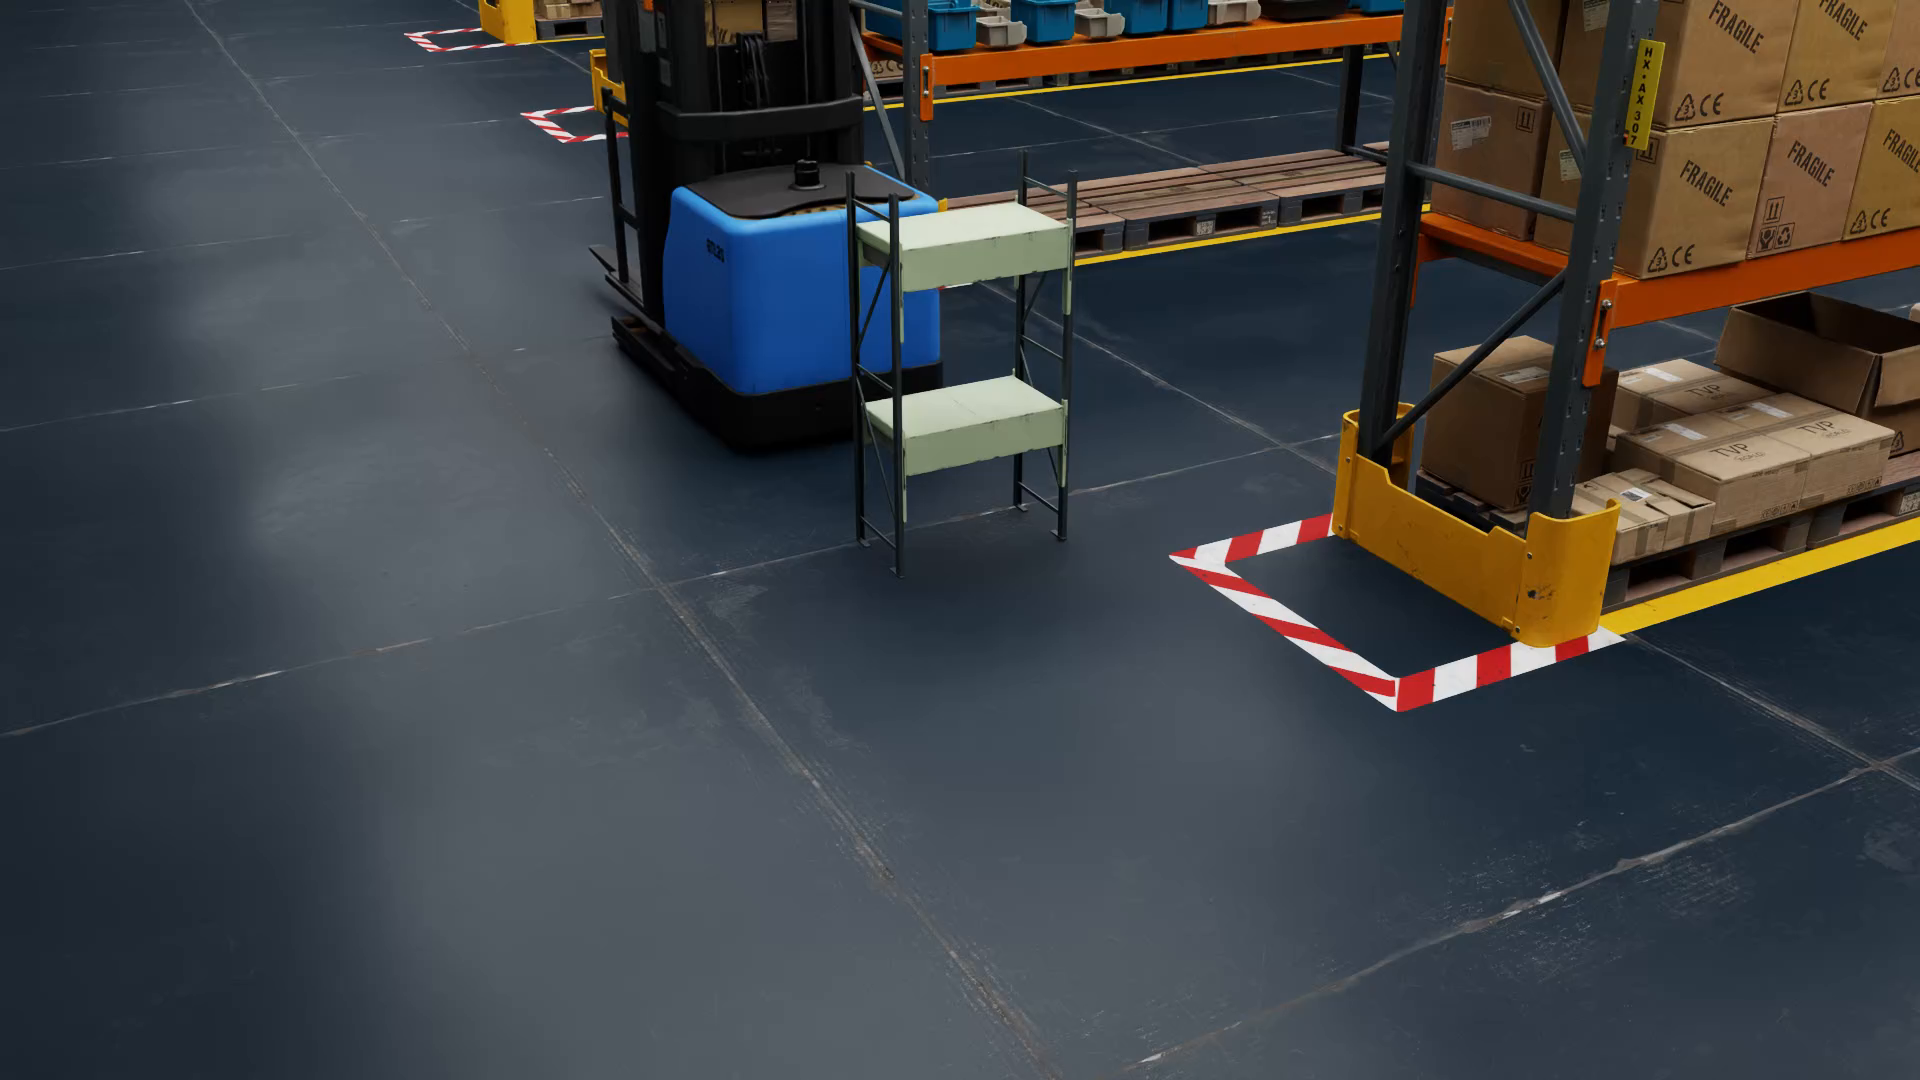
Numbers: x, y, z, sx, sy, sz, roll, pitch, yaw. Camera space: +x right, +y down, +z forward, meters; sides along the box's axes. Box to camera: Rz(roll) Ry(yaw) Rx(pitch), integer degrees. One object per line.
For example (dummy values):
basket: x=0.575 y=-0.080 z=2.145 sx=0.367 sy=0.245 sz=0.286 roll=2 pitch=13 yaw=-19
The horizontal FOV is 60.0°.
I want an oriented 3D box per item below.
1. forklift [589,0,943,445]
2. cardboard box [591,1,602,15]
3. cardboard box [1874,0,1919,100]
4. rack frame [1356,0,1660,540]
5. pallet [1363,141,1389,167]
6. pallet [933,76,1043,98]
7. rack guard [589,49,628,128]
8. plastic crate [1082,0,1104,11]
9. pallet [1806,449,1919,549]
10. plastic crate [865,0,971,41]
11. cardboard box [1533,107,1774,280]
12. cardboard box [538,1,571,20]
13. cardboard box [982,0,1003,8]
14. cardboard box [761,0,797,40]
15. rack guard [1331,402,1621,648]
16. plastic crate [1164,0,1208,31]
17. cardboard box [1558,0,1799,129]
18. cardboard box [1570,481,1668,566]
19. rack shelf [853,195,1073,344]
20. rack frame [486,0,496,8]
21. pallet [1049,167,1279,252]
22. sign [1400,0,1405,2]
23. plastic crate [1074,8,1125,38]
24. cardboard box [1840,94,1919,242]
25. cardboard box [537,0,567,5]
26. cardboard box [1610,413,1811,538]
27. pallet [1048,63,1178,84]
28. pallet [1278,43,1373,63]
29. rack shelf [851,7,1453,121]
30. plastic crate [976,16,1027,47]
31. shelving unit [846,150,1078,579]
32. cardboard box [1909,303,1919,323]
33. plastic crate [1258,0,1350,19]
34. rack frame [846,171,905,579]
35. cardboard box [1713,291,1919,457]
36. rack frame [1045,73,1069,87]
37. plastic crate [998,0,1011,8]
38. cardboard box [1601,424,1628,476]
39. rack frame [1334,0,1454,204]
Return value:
forklift: x=-1.204 y=-2.353 z=8.264 sx=1.130 sy=2.935 sz=3.031 roll=-13 pitch=28 yaw=-25
cardboard box: x=-4.019 y=-5.924 z=18.431 sx=0.250 sy=0.149 sz=0.380 roll=-13 pitch=28 yaw=-25
cardboard box: x=3.280 y=-1.893 z=5.957 sx=0.500 sy=0.500 sz=0.500 roll=-13 pitch=28 yaw=-24
rack frame: x=1.863 y=-1.199 z=5.781 sx=0.127 sy=3.000 sz=1.000 roll=-13 pitch=29 yaw=-25
pallet: x=3.765 y=-2.790 z=12.317 sx=1.213 sy=0.211 sz=1.003 roll=-13 pitch=29 yaw=-25
pallet: x=0.026 y=-4.415 z=15.702 sx=1.213 sy=0.211 sz=1.003 roll=-13 pitch=29 yaw=-25
rack guard: x=-2.817 y=-3.851 z=14.193 sx=0.348 sy=0.500 sz=1.175 roll=-13 pitch=29 yaw=-25
plastic crate: x=0.919 y=-3.421 z=10.646 sx=0.250 sy=0.136 sz=0.298 roll=-13 pitch=29 yaw=-25
pallet: x=3.708 y=-0.366 z=7.269 sx=1.213 sy=0.211 sz=1.003 roll=-13 pitch=29 yaw=-25
plastic crate: x=-0.257 y=-3.274 z=9.992 sx=0.499 sy=0.435 sz=0.616 roll=-13 pitch=29 yaw=-25
cardboard box: x=2.378 y=-1.233 z=5.737 sx=0.500 sy=0.500 sz=0.500 roll=-12 pitch=28 yaw=-24
cardboard box: x=-4.427 y=-5.786 z=18.144 sx=0.250 sy=0.149 sz=0.380 roll=-12 pitch=28 yaw=-24
cardboard box: x=0.114 y=-4.925 z=15.512 sx=0.875 sy=0.875 sz=0.875 roll=-13 pitch=29 yaw=-25
cardboard box: x=-1.466 y=-4.560 z=14.752 sx=0.875 sy=0.875 sz=0.875 roll=-13 pitch=29 yaw=-25
rack guard: x=1.930 y=-0.087 z=6.354 sx=0.348 sy=0.500 sz=1.175 roll=-13 pitch=29 yaw=-25
plastic crate: x=1.334 y=-3.296 z=10.274 sx=0.300 sy=0.233 sz=0.416 roll=-13 pitch=29 yaw=-25
cardboard box: x=2.378 y=-1.684 z=5.521 sx=0.500 sy=0.500 sz=0.500 roll=-12 pitch=28 yaw=-24
cardboard box: x=2.394 y=-0.066 z=6.207 sx=0.250 sy=0.149 sz=0.380 roll=-13 pitch=29 yaw=-25
rack shelf: x=0.006 y=-1.029 z=6.259 sx=0.720 sy=0.370 sz=0.431 roll=-13 pitch=29 yaw=-25
rack frame: x=-5.040 y=-6.897 z=17.650 sx=0.127 sy=3.000 sz=1.000 roll=-13 pitch=29 yaw=-25
pallet: x=1.356 y=-2.234 z=11.159 sx=1.213 sy=0.211 sz=1.003 roll=-13 pitch=29 yaw=-25
sign: x=1.619 y=-2.079 z=5.912 sx=0.005 sy=0.325 sz=0.100 roll=-13 pitch=29 yaw=-25
plastic crate: x=0.828 y=-3.096 z=9.967 sx=0.298 sy=0.136 sz=0.250 roll=-13 pitch=29 yaw=-25
cardboard box: x=3.275 y=-1.441 z=6.171 sx=0.500 sy=0.500 sz=0.500 roll=-13 pitch=29 yaw=-25
cardboard box: x=-4.457 y=-5.944 z=18.130 sx=0.250 sy=0.149 sz=0.380 roll=-12 pitch=28 yaw=-23
cardboard box: x=2.917 y=-0.262 z=6.498 sx=0.500 sy=0.250 sz=0.500 roll=-13 pitch=29 yaw=-25
pallet: x=1.379 y=-4.726 z=16.350 sx=1.213 sy=0.211 sz=1.003 roll=-13 pitch=29 yaw=-25
pallet: x=3.532 y=-5.223 z=17.385 sx=1.213 sy=0.211 sz=1.003 roll=-13 pitch=29 yaw=-25
rack shelf: x=1.300 y=-3.174 z=10.726 sx=4.000 sy=0.370 sz=1.077 roll=-13 pitch=29 yaw=-25
plastic crate: x=0.230 y=-2.957 z=9.679 sx=0.298 sy=0.136 sz=0.250 roll=-13 pitch=29 yaw=-25
shelving unit: x=0.006 y=-0.677 z=6.428 sx=0.755 sy=1.500 sz=0.431 roll=-13 pitch=29 yaw=-25
cardboard box: x=4.920 y=-0.997 z=7.958 sx=0.500 sy=0.311 sz=0.500 roll=-13 pitch=29 yaw=-25
plastic crate: x=2.203 y=-3.478 z=10.777 sx=0.590 sy=0.125 sz=0.437 roll=-13 pitch=29 yaw=-25
rack frame: x=-0.317 y=-0.603 z=6.273 sx=0.023 sy=1.500 sz=0.400 roll=-13 pitch=29 yaw=-25
cardboard box: x=3.737 y=-0.702 z=7.121 sx=0.637 sy=0.503 sz=0.797 roll=-13 pitch=29 yaw=-25
rack frame: x=0.734 y=-5.797 z=15.359 sx=0.127 sy=3.000 sz=1.000 roll=-13 pitch=29 yaw=-25
plastic crate: x=0.432 y=-3.288 z=10.368 sx=0.243 sy=0.136 sz=0.396 roll=-13 pitch=29 yaw=-25
cardboard box: x=2.626 y=-0.373 z=6.825 sx=0.250 sy=0.166 sz=0.380 roll=-13 pitch=29 yaw=-25
rack frame: x=3.065 y=-3.906 z=11.419 sx=0.127 sy=3.000 sz=1.000 roll=-13 pitch=29 yaw=-25
